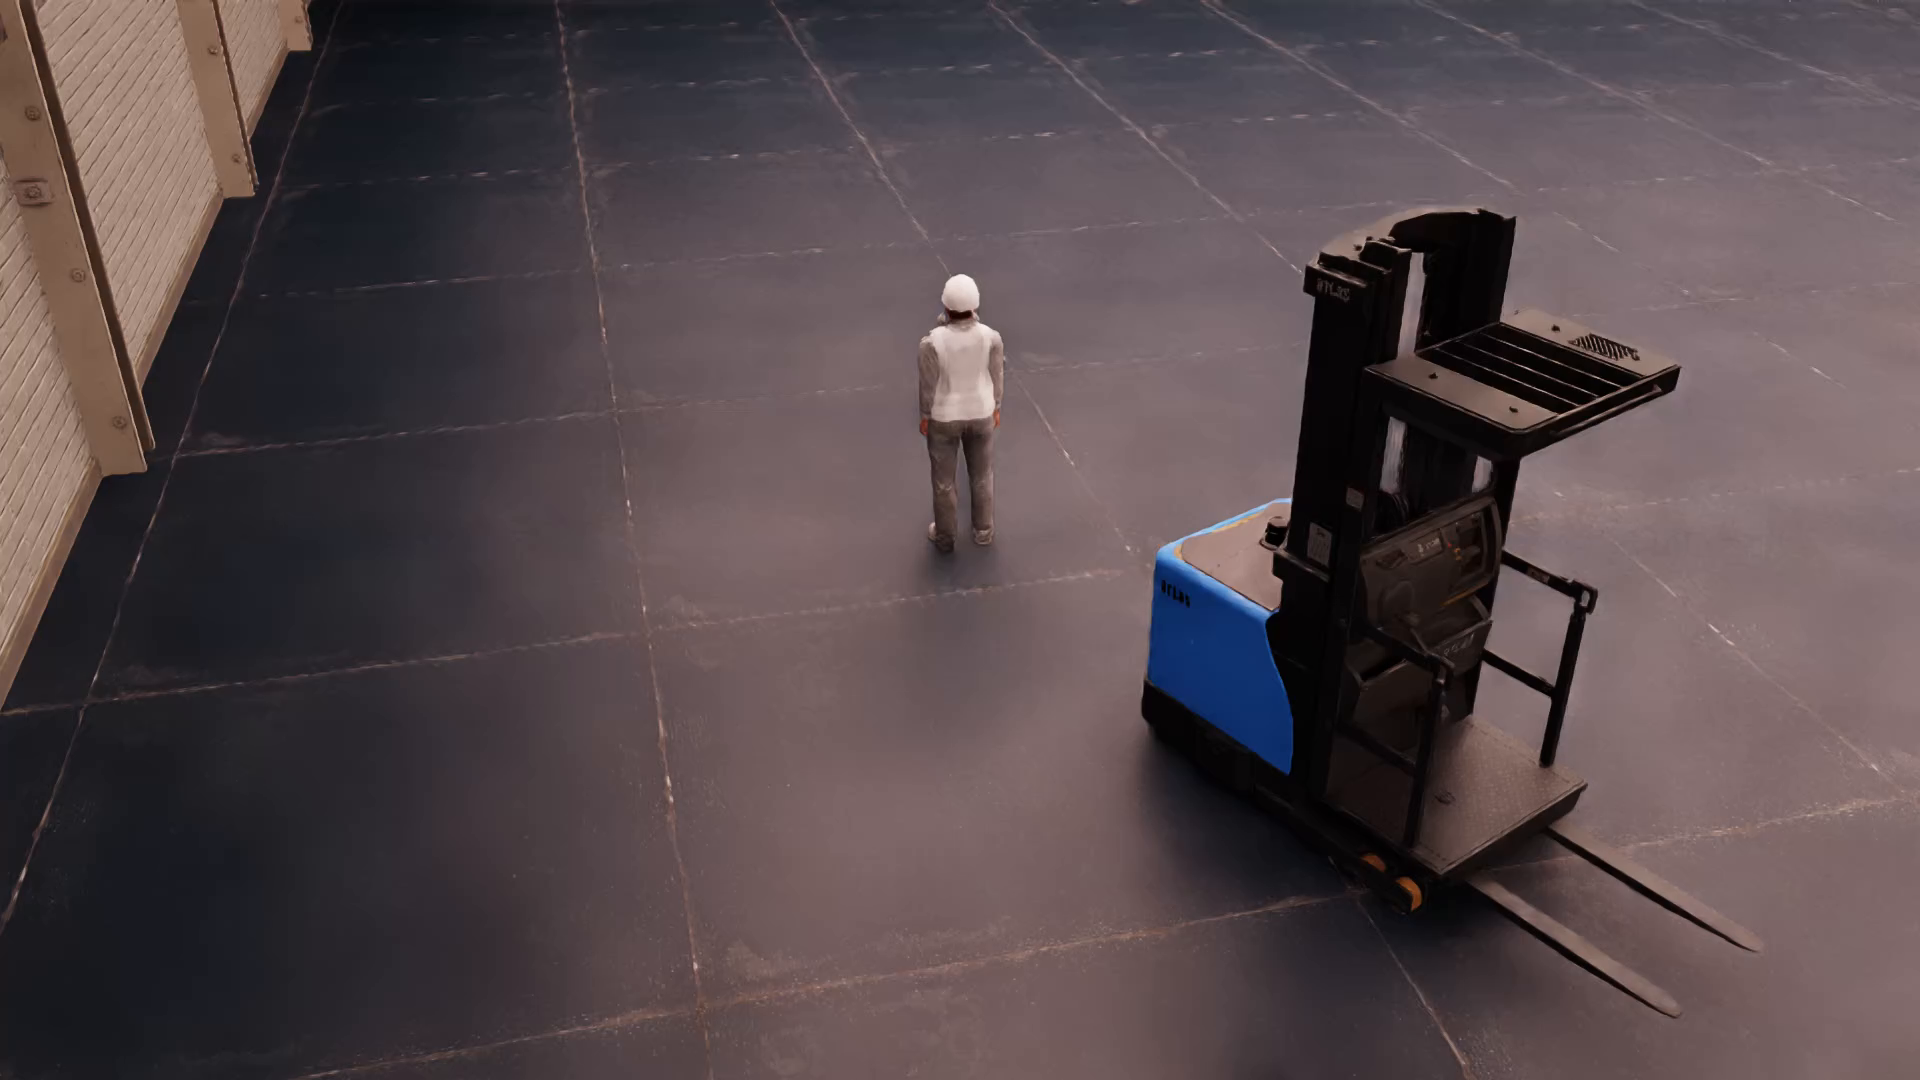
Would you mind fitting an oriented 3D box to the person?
[{"bbox_3d":[-0.004,-0.771,10.061,0.529,1.776,0.356,-7,31,-12],"label":"person"}]

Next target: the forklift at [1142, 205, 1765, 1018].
[{"bbox_3d":[2.246,0.149,7.318,1.130,2.935,3.031,-21,36,-31],"label":"forklift"}]
